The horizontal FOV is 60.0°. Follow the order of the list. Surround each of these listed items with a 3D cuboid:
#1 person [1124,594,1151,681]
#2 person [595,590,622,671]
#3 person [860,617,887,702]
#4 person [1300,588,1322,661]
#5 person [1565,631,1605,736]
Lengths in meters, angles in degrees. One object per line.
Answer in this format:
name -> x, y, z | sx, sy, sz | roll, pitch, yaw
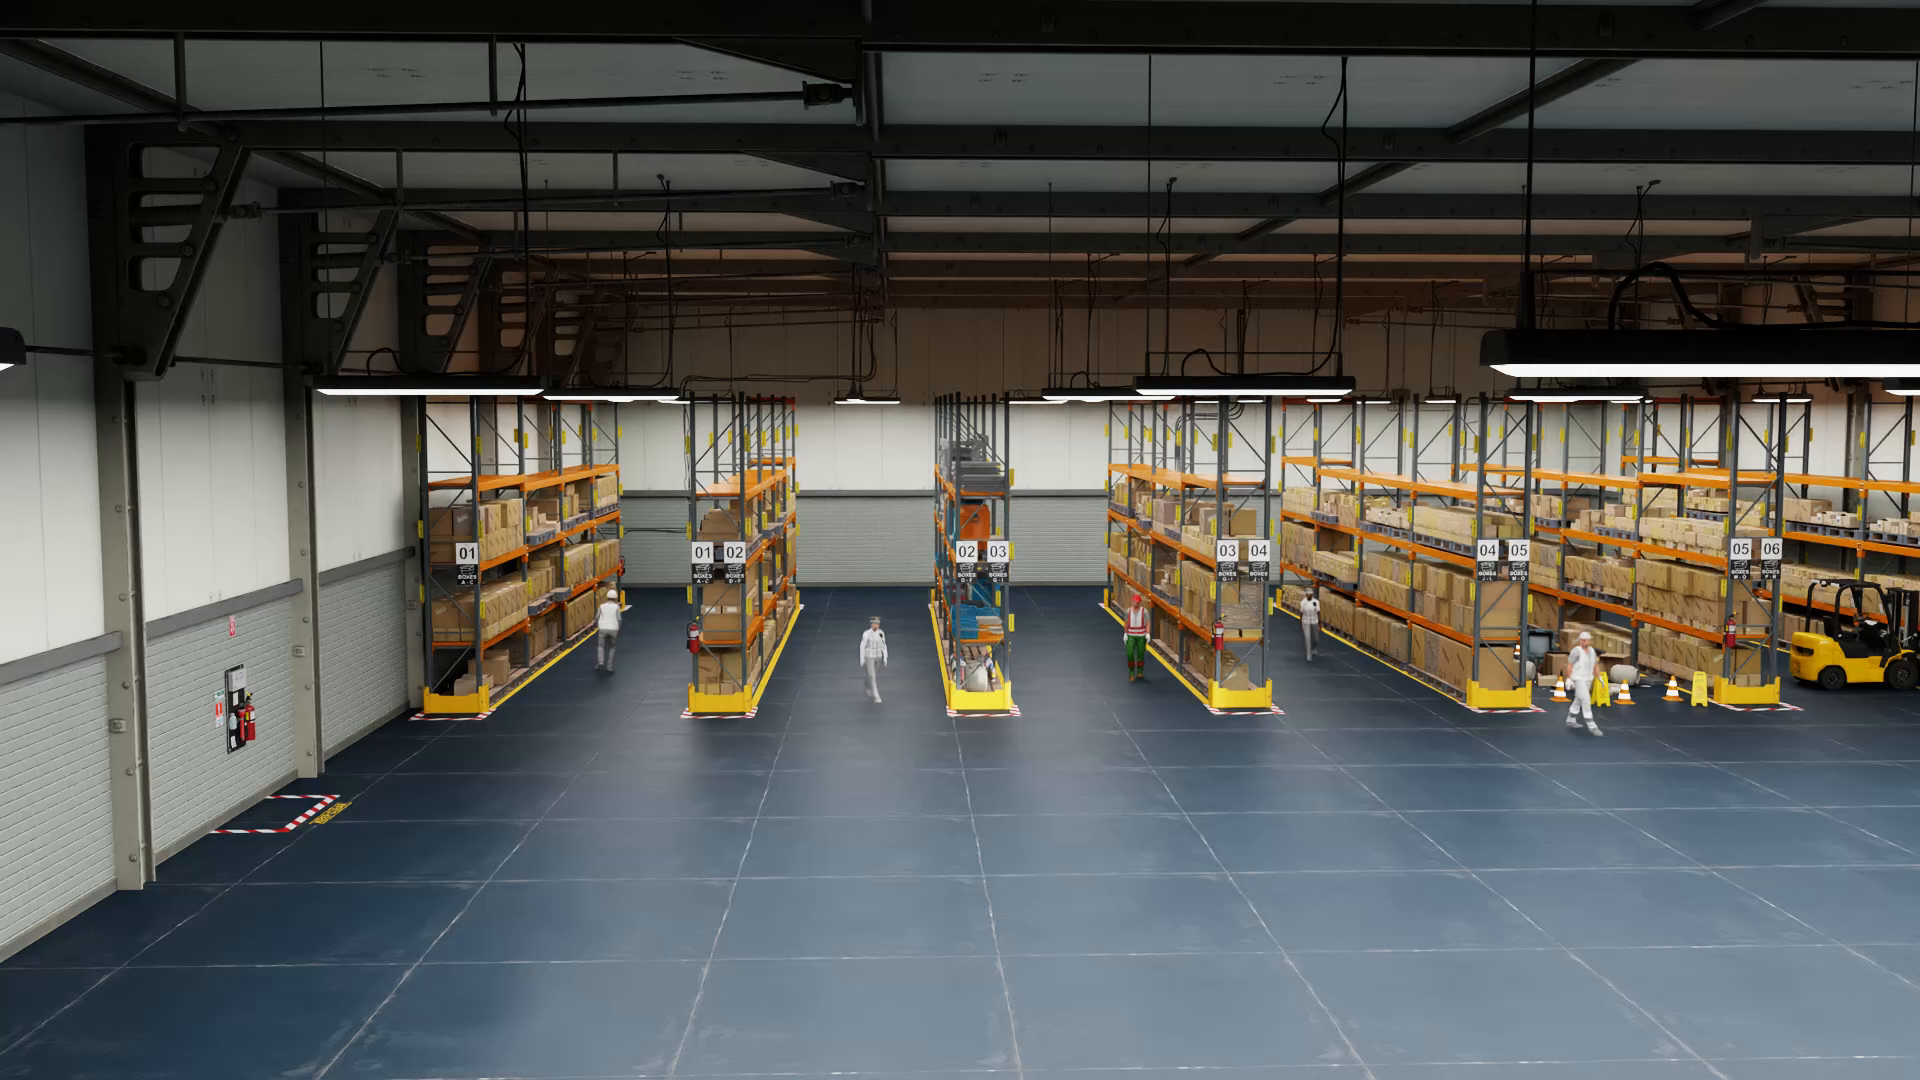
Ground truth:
person -> 3.720, 2.054, 34.916 | 0.586, 1.838, 0.528 | 1, 5, 13
person -> -7.612, 1.971, 36.001 | 0.592, 1.747, 0.684 | 0, 5, -1
person -> -1.656, 2.294, 32.381 | 0.508, 1.619, 0.944 | -3, 6, -37
person -> 7.949, 1.883, 37.692 | 0.479, 1.636, 0.914 | 1, 5, 7
person -> 11.002, 2.485, 29.216 | 0.558, 1.763, 0.883 | -2, 5, -28
